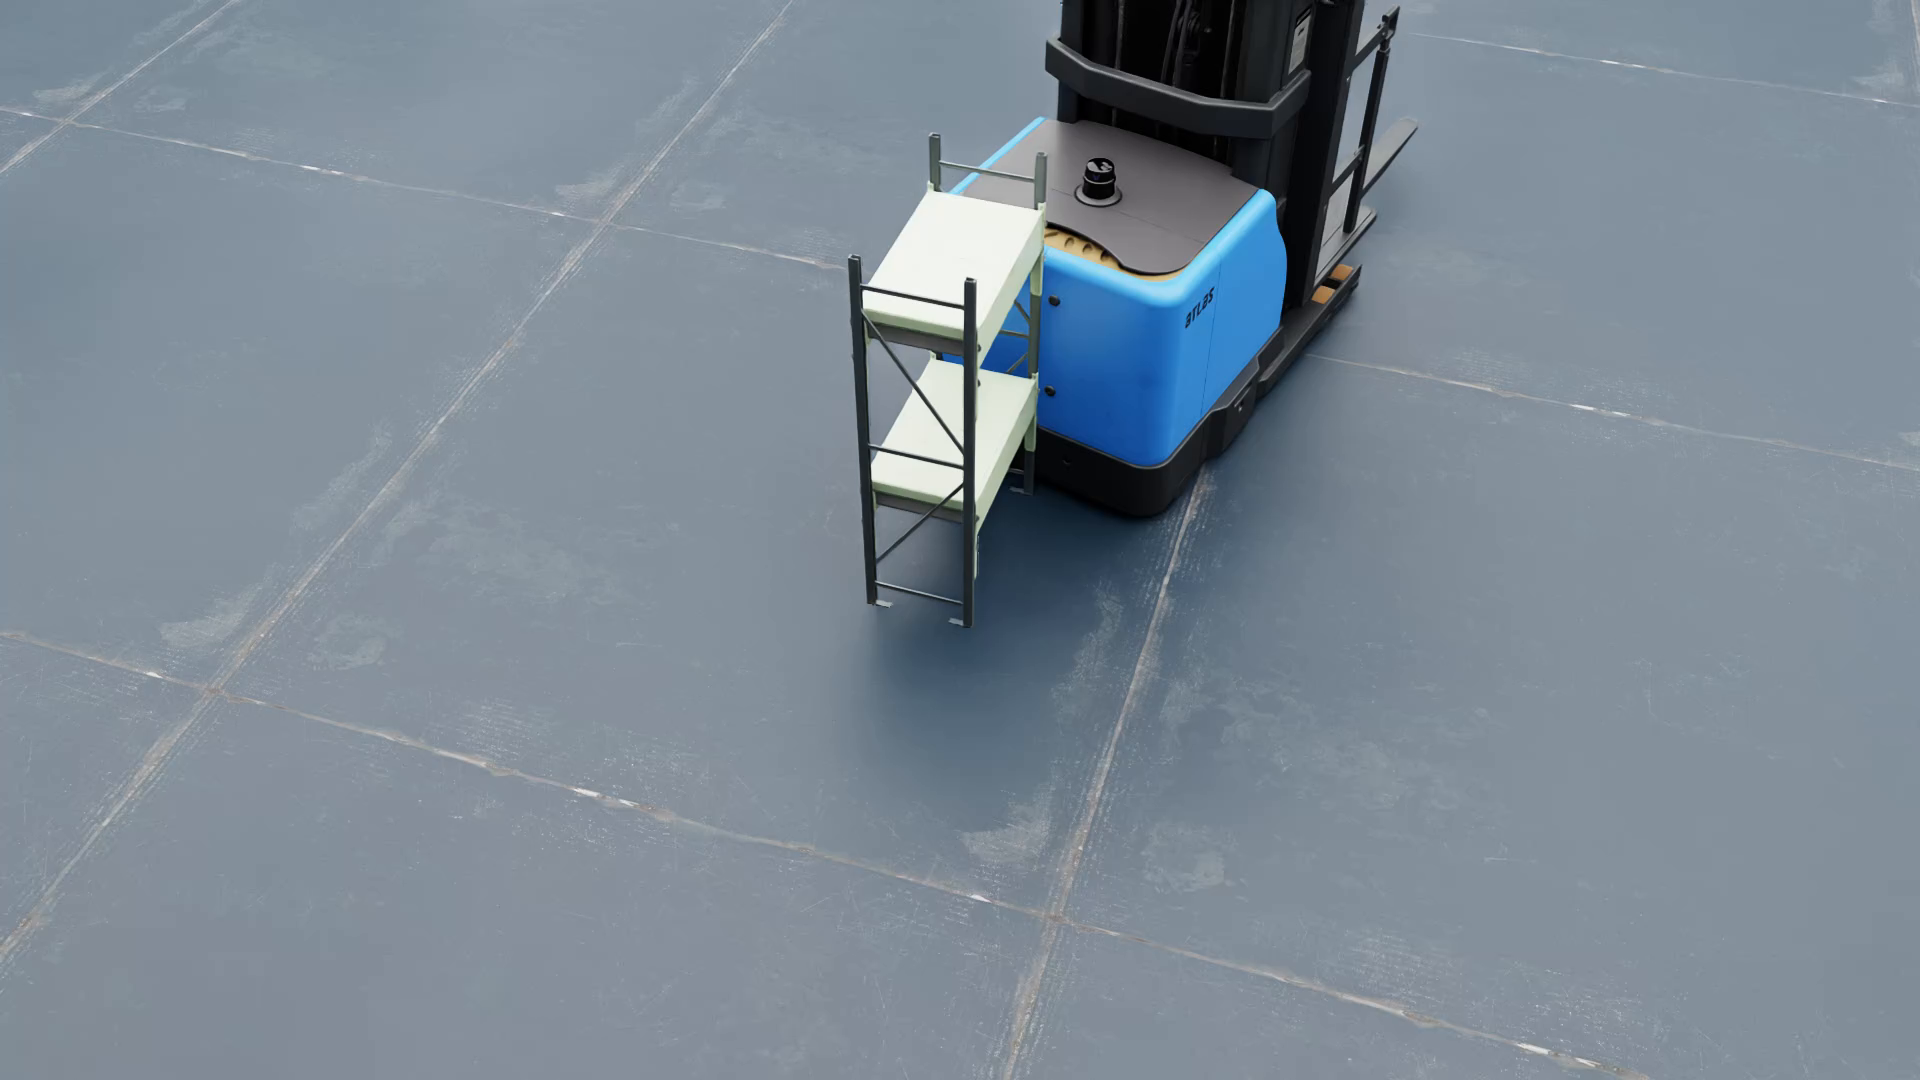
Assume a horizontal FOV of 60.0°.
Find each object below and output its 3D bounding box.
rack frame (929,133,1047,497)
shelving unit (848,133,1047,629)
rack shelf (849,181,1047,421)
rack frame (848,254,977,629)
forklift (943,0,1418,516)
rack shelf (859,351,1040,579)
[{"bbox_3d":[0.091,-0.755,5.949,0.400,1.500,0.023,13,46,13],"label":"rack frame"},{"bbox_3d":[-0.026,-0.512,5.701,0.431,1.500,0.755,13,46,13],"label":"shelving unit"},{"bbox_3d":[-0.026,-0.791,5.428,0.431,0.370,0.720,13,46,13],"label":"rack shelf"},{"bbox_3d":[-0.143,-0.269,5.453,0.400,1.500,0.023,13,46,13],"label":"rack frame"},{"bbox_3d":[1.099,-2.144,6.345,1.130,2.935,3.031,24,49,23],"label":"forklift"},{"bbox_3d":[-0.026,-0.279,5.929,0.431,0.370,0.720,13,46,13],"label":"rack shelf"}]
